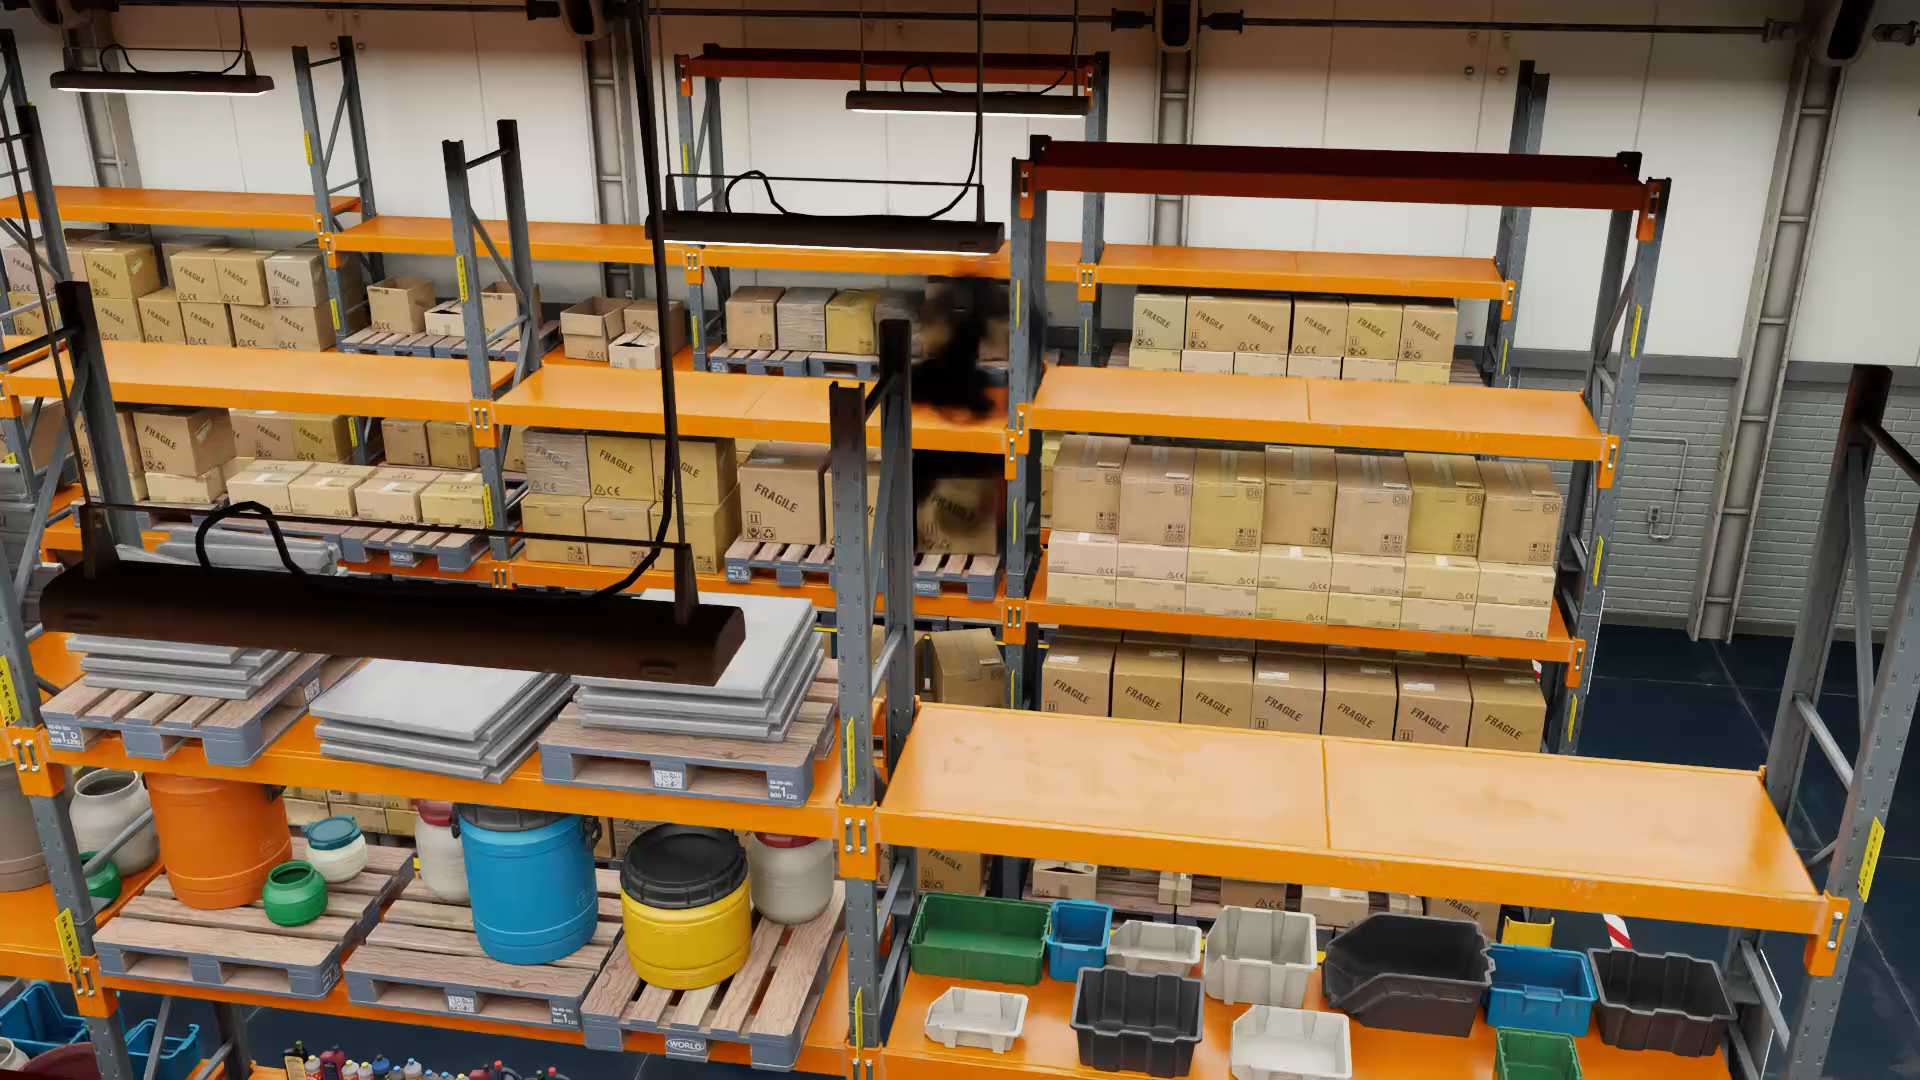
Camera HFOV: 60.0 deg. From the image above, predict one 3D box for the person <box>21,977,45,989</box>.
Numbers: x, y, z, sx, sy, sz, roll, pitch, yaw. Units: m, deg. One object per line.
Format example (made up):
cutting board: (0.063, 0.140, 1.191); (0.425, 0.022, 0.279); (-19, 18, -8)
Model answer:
person: (-7.077, 2.686, 11.955); (0.768, 1.630, 0.517); (0, 23, -1)

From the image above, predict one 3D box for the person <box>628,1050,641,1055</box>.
person: (-1.944, 2.855, 11.454); (0.825, 1.741, 0.554); (-2, 23, -4)
